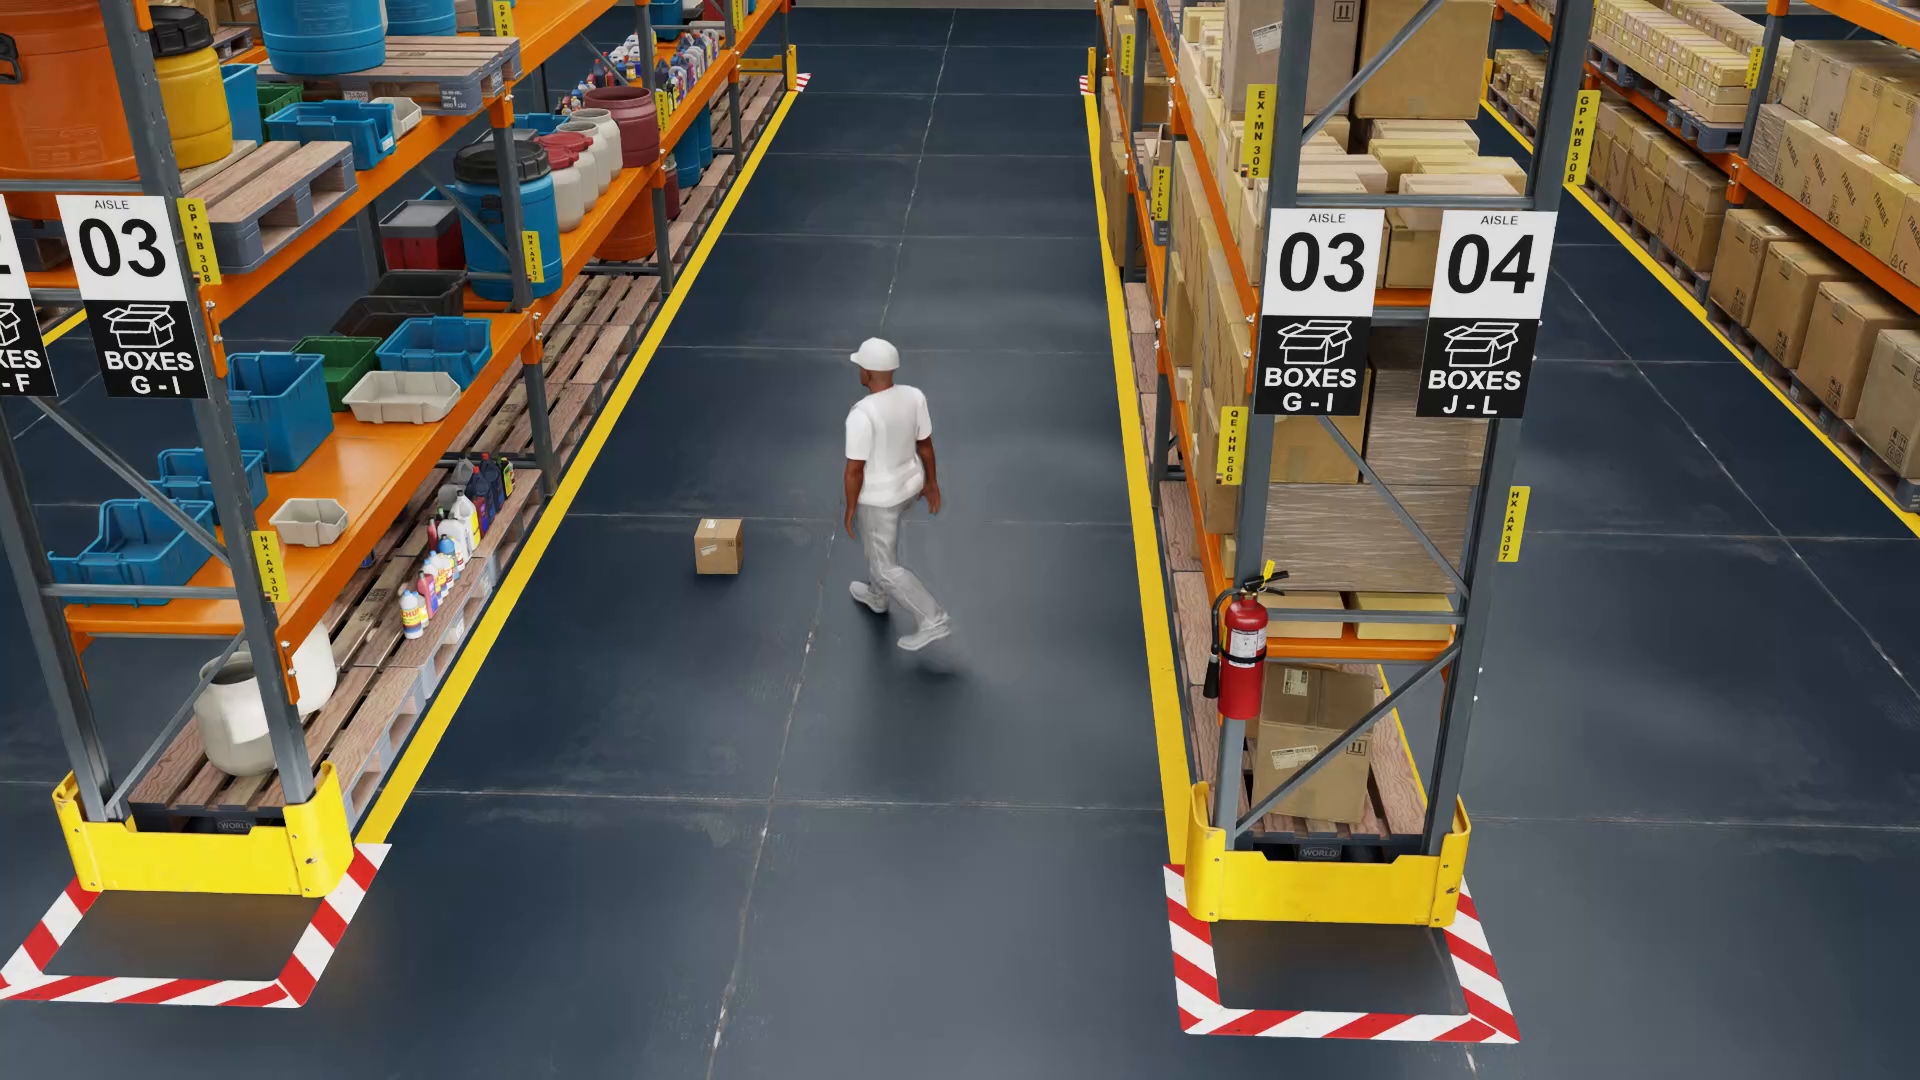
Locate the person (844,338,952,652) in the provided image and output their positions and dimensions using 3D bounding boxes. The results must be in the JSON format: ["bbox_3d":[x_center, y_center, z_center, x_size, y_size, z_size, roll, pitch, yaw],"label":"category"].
[{"bbox_3d":[-0.371,-0.259,9.103,0.913,1.727,0.602,20,34,33],"label":"person"}]
